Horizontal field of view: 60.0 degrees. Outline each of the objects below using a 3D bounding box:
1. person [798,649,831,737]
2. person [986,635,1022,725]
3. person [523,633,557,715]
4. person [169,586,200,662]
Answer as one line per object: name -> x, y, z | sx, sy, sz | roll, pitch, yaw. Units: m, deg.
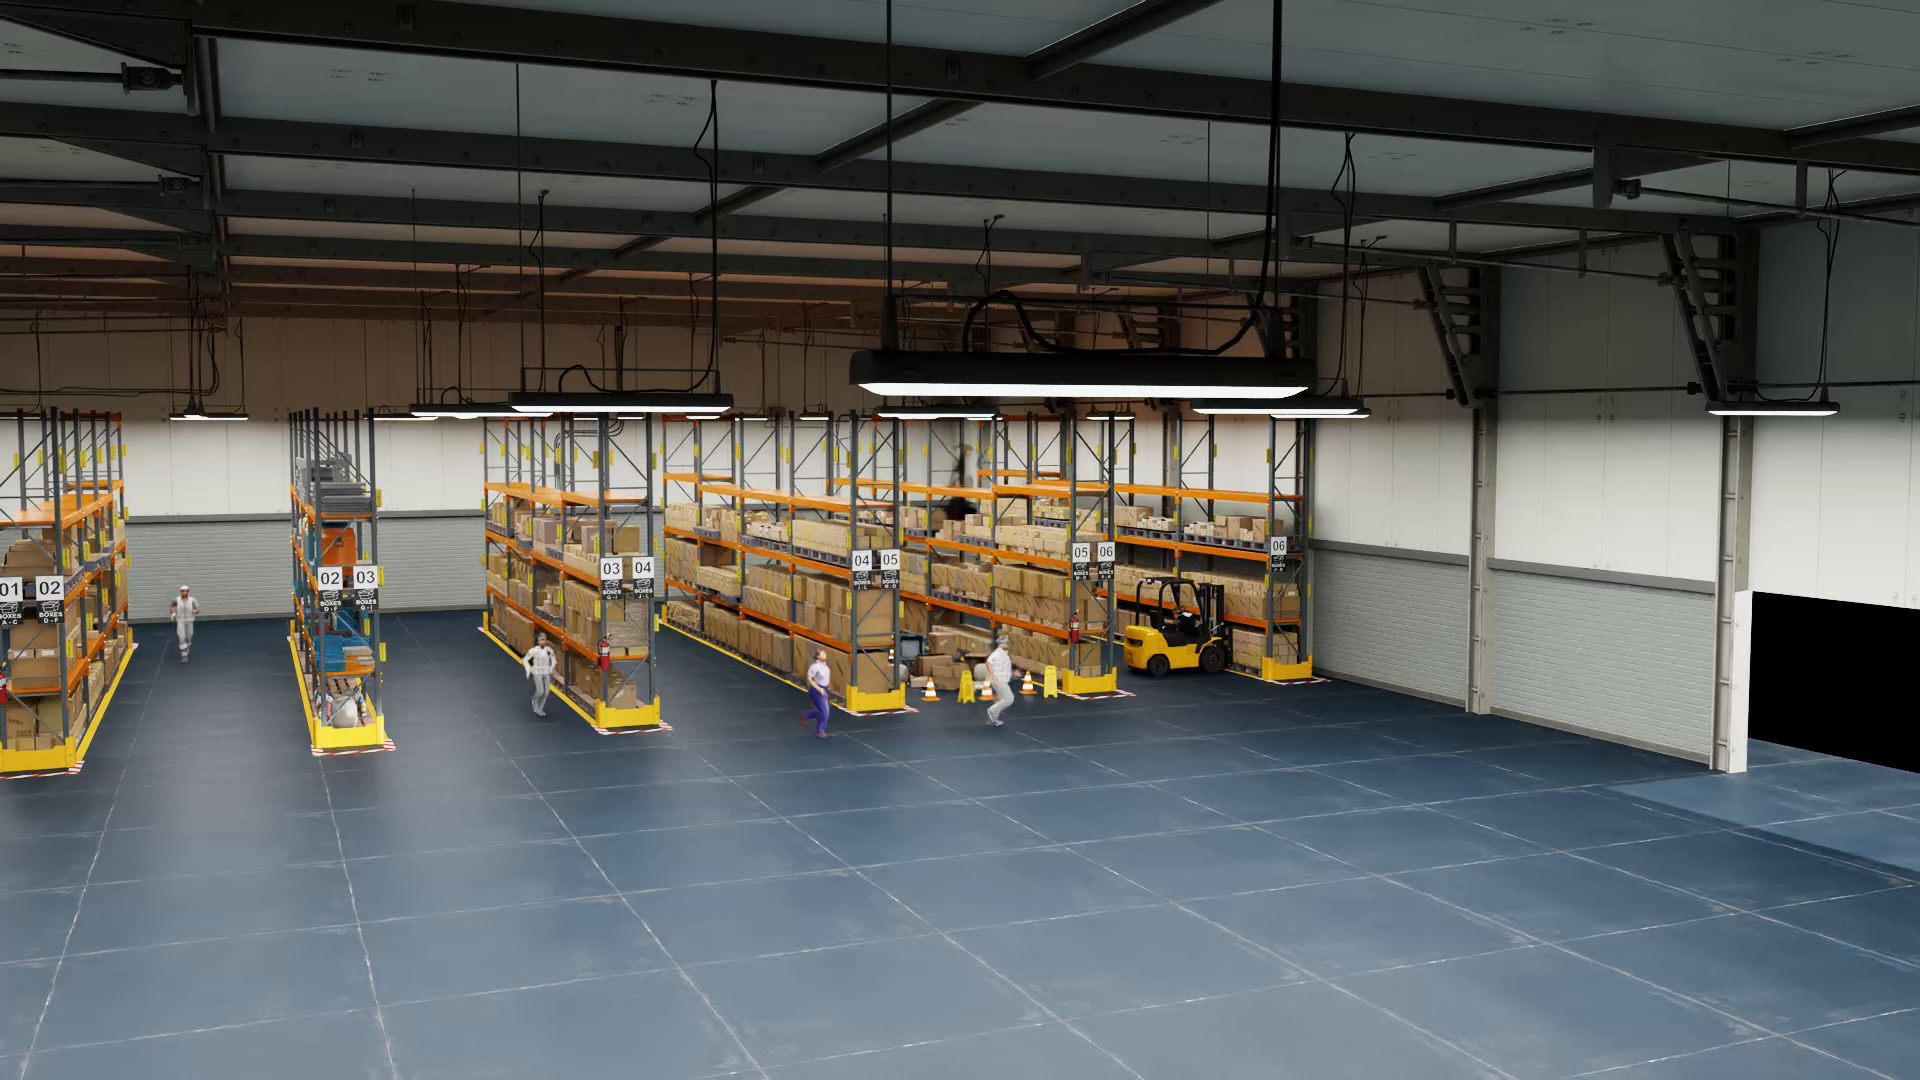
person -> -2.674, 2.796, 30.465 | 0.661, 1.645, 0.606 | 1, 4, 18
person -> 0.820, 2.650, 31.430 | 0.671, 1.716, 0.651 | 1, 4, 14
person -> -8.151, 2.628, 32.418 | 0.599, 1.626, 0.631 | -2, 5, -31
person -> -18.709, 1.998, 40.167 | 0.652, 1.805, 0.983 | -2, 5, -30
